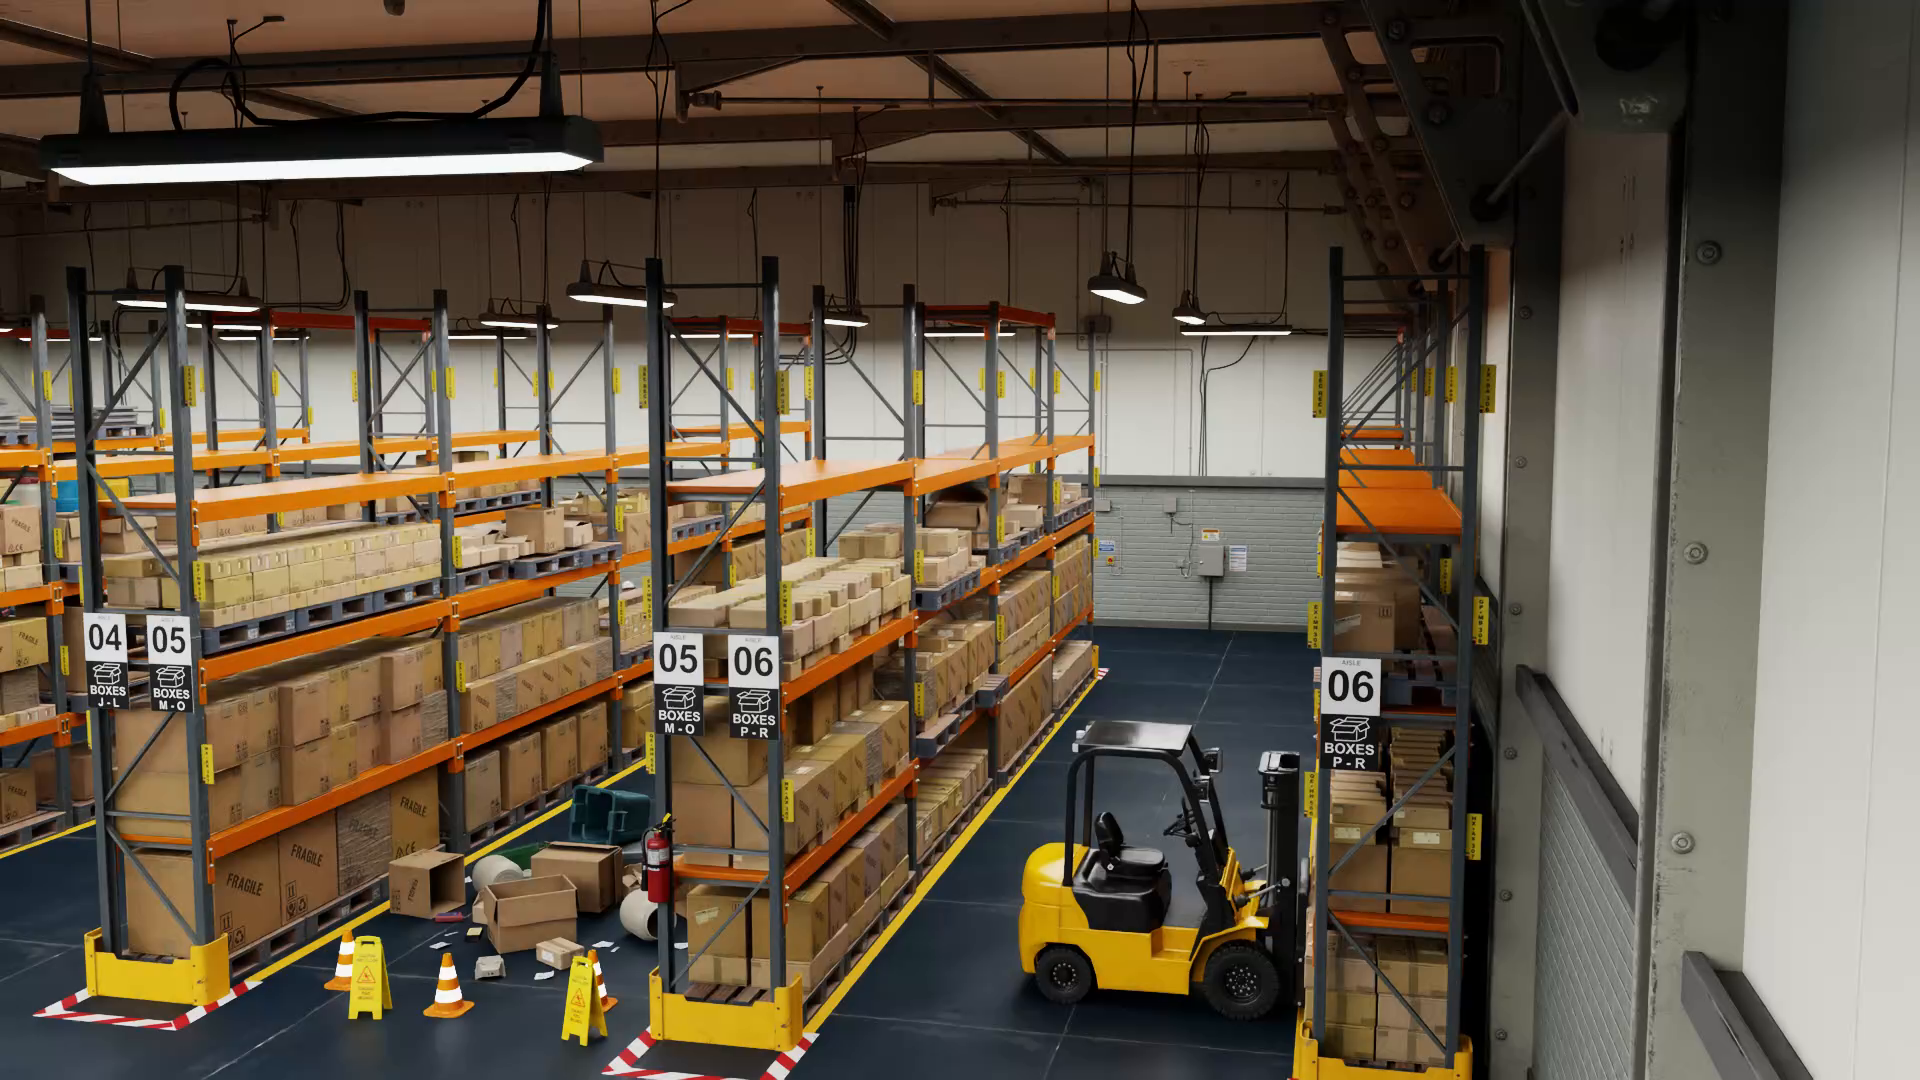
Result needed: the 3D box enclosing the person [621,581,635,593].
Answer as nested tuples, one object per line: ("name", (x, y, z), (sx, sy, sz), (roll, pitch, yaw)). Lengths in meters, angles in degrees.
("person", (-5.457, 1.567, 27.374), (0.755, 1.809, 0.878), (1, 6, 14))
